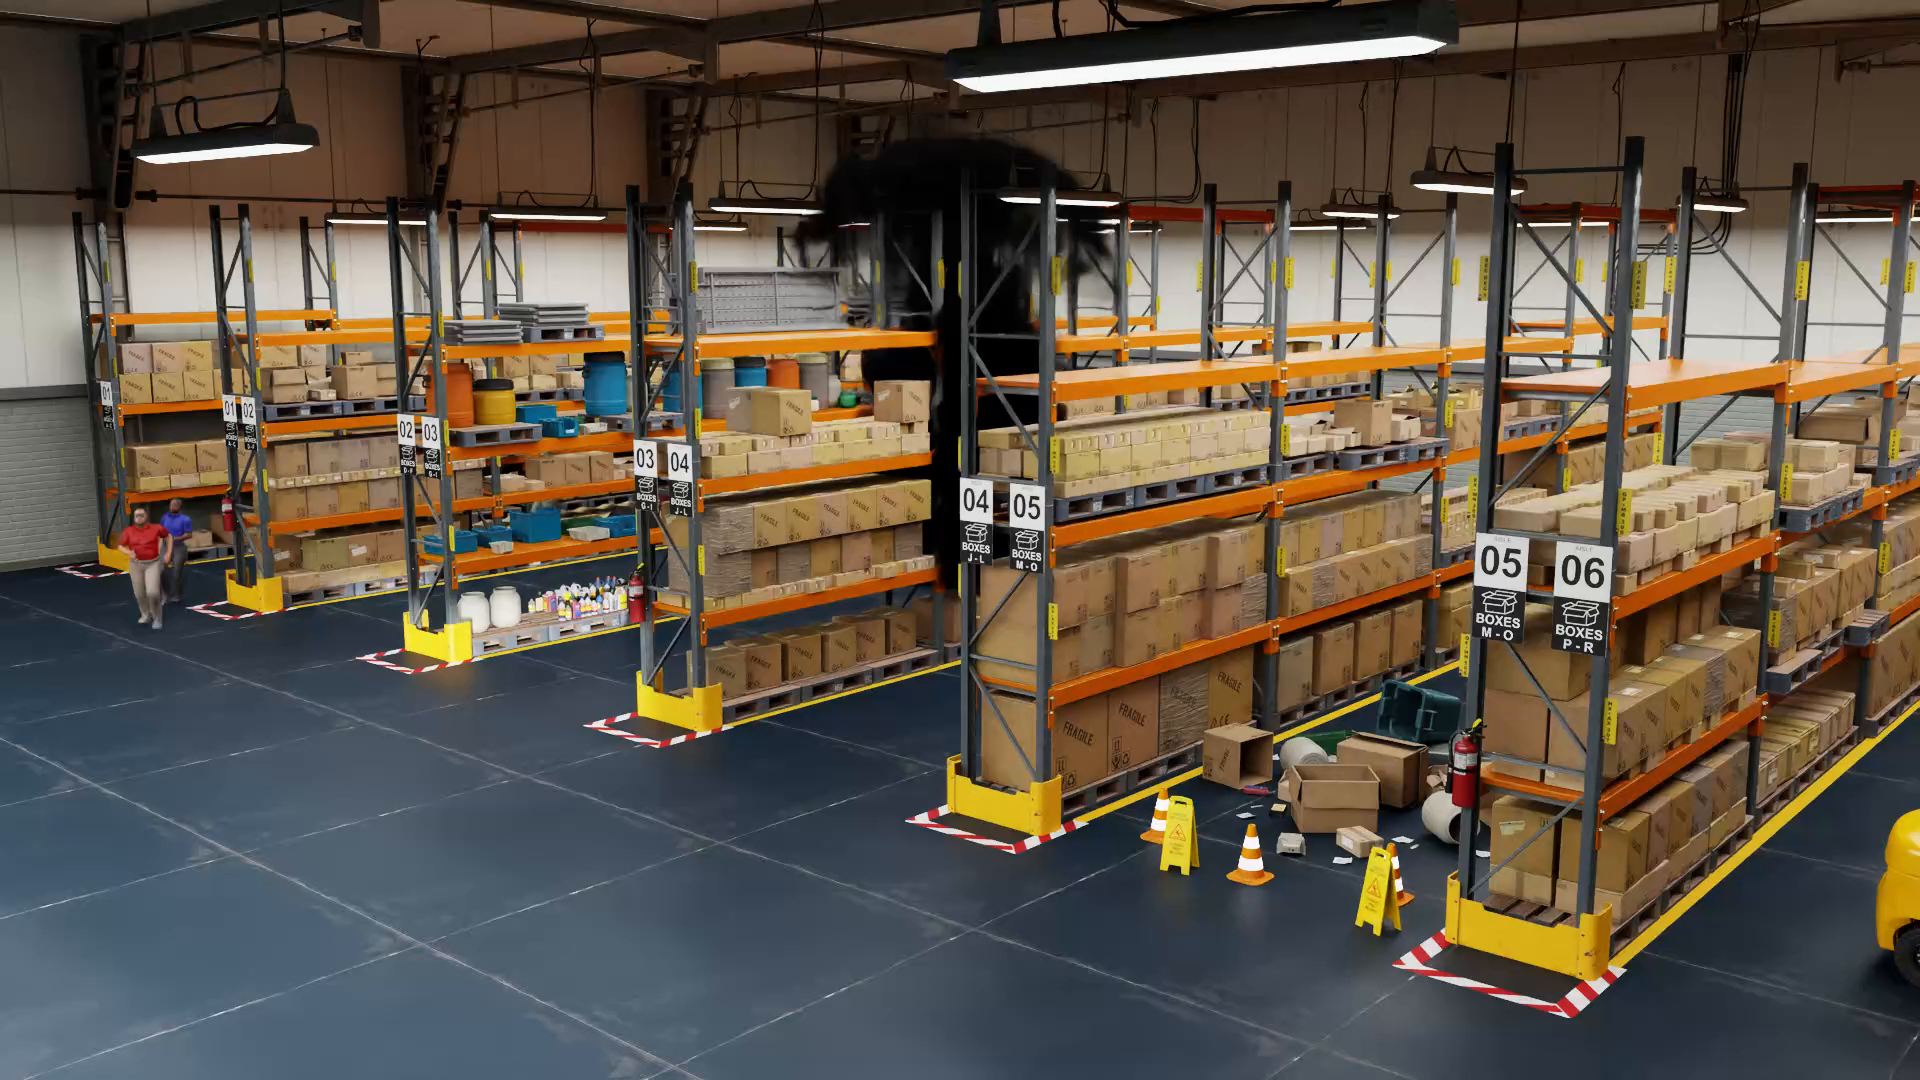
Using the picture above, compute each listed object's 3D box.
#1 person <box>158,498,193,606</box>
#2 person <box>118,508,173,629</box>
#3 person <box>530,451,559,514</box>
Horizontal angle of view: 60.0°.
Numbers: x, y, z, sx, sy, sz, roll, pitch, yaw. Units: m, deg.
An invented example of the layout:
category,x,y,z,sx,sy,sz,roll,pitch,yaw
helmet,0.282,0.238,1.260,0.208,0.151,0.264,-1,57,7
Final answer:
category,x,y,z,sx,sy,sz,roll,pitch,yaw
person,-11.967,0.182,25.324,0.598,1.641,0.602,-1,10,-6
person,-11.578,0.434,23.663,0.679,1.802,0.752,-3,10,-17
person,-7.703,-0.827,30.917,0.710,1.757,0.563,9,13,44
